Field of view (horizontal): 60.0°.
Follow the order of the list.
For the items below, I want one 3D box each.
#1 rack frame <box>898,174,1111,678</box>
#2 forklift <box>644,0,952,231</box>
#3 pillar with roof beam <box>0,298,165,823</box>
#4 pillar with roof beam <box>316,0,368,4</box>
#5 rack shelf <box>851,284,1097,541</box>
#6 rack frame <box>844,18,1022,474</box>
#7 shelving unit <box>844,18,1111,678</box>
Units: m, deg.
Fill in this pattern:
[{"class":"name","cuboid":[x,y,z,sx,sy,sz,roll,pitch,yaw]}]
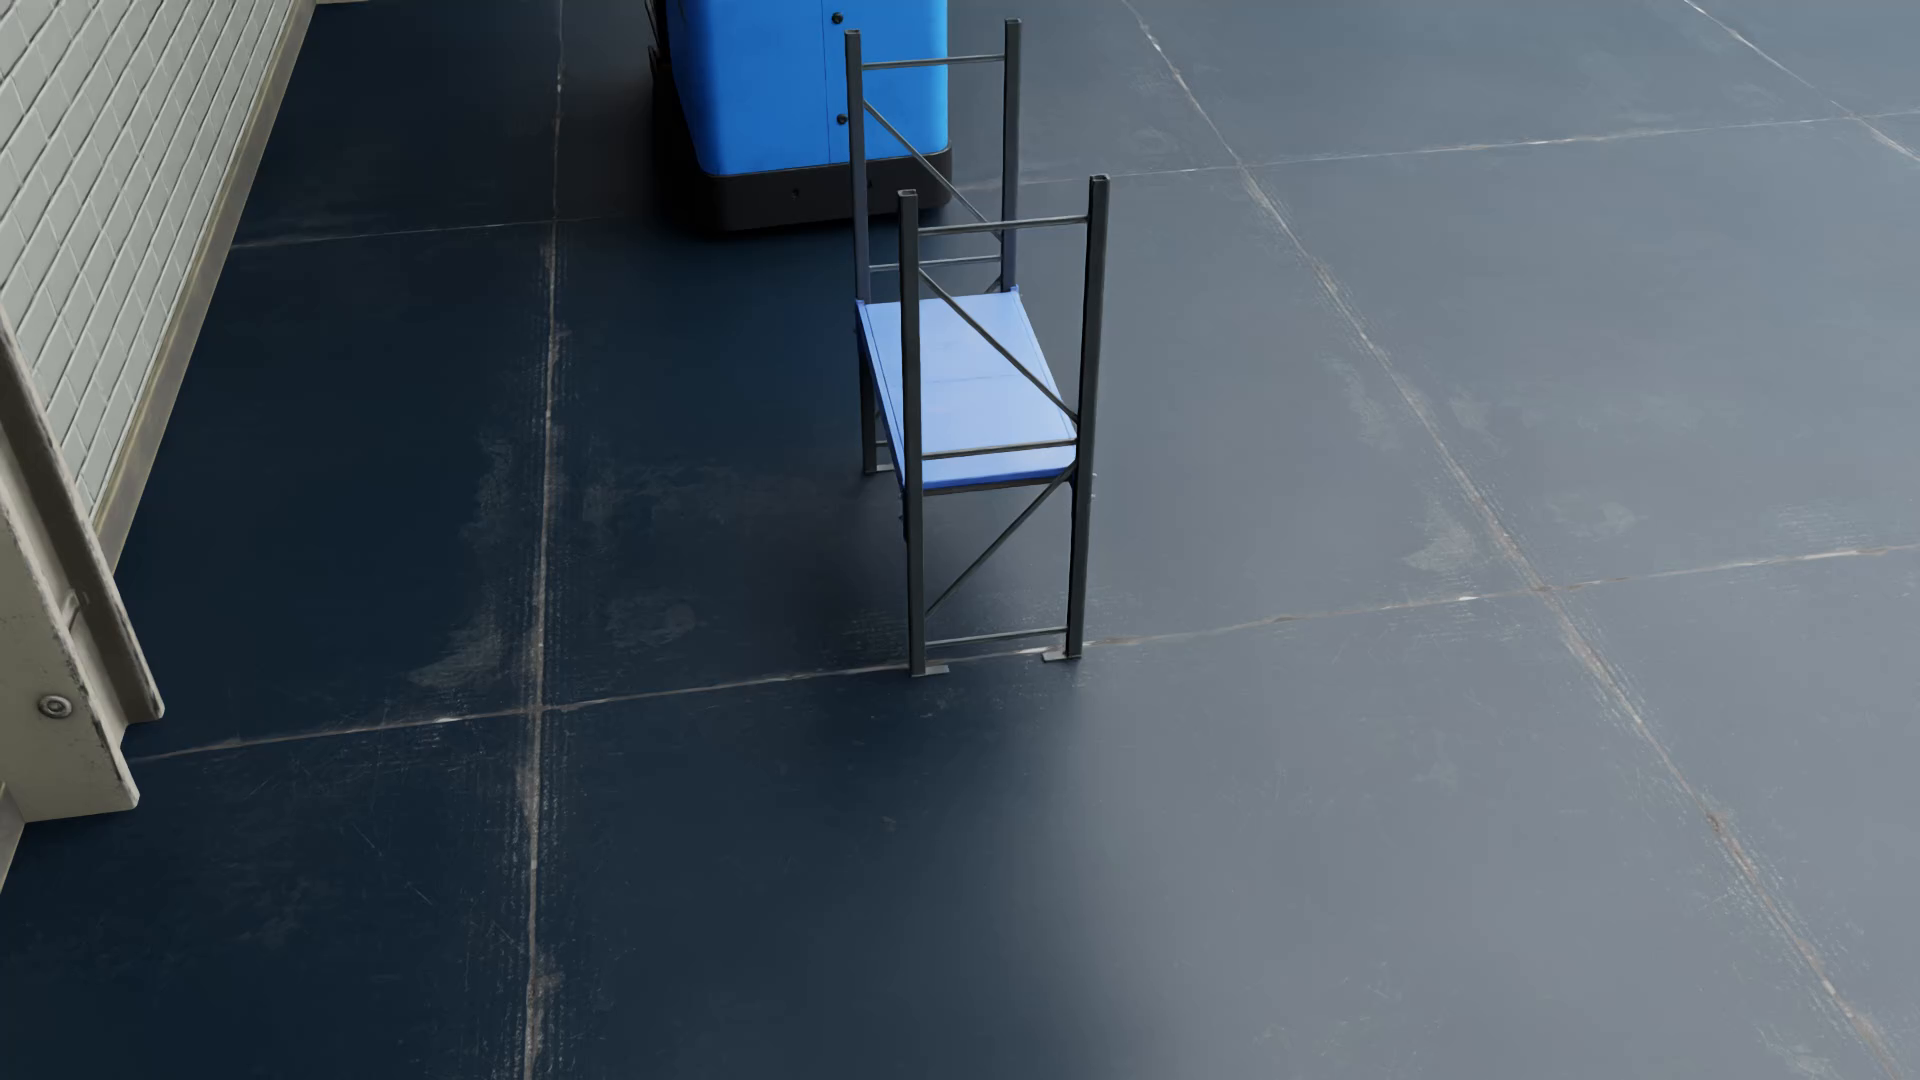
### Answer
[{"class":"rack frame","cuboid":[0.104,-0.234,4.328,0.500,1.500,0.032,-6,38,-8]},{"class":"forklift","cuboid":[-0.892,-3.317,7.130,1.130,2.935,3.031,-9,39,-11]},{"class":"pillar with roof beam","cuboid":[1.897,-3.418,2.314,9.100,9.000,0.400,-6,38,-8]},{"class":"pillar with roof beam","cuboid":[0.845,-7.042,6.979,9.100,9.000,0.400,-6,38,-8]},{"class":"rack shelf","cuboid":[0.015,-0.399,4.834,0.538,0.185,1.000,-6,38,-8]},{"class":"rack frame","cuboid":[-0.074,-0.848,5.119,0.500,1.500,0.032,-6,38,-8]},{"class":"shelving unit","cuboid":[0.015,-0.541,4.724,0.538,1.500,1.048,-6,38,-8]}]
